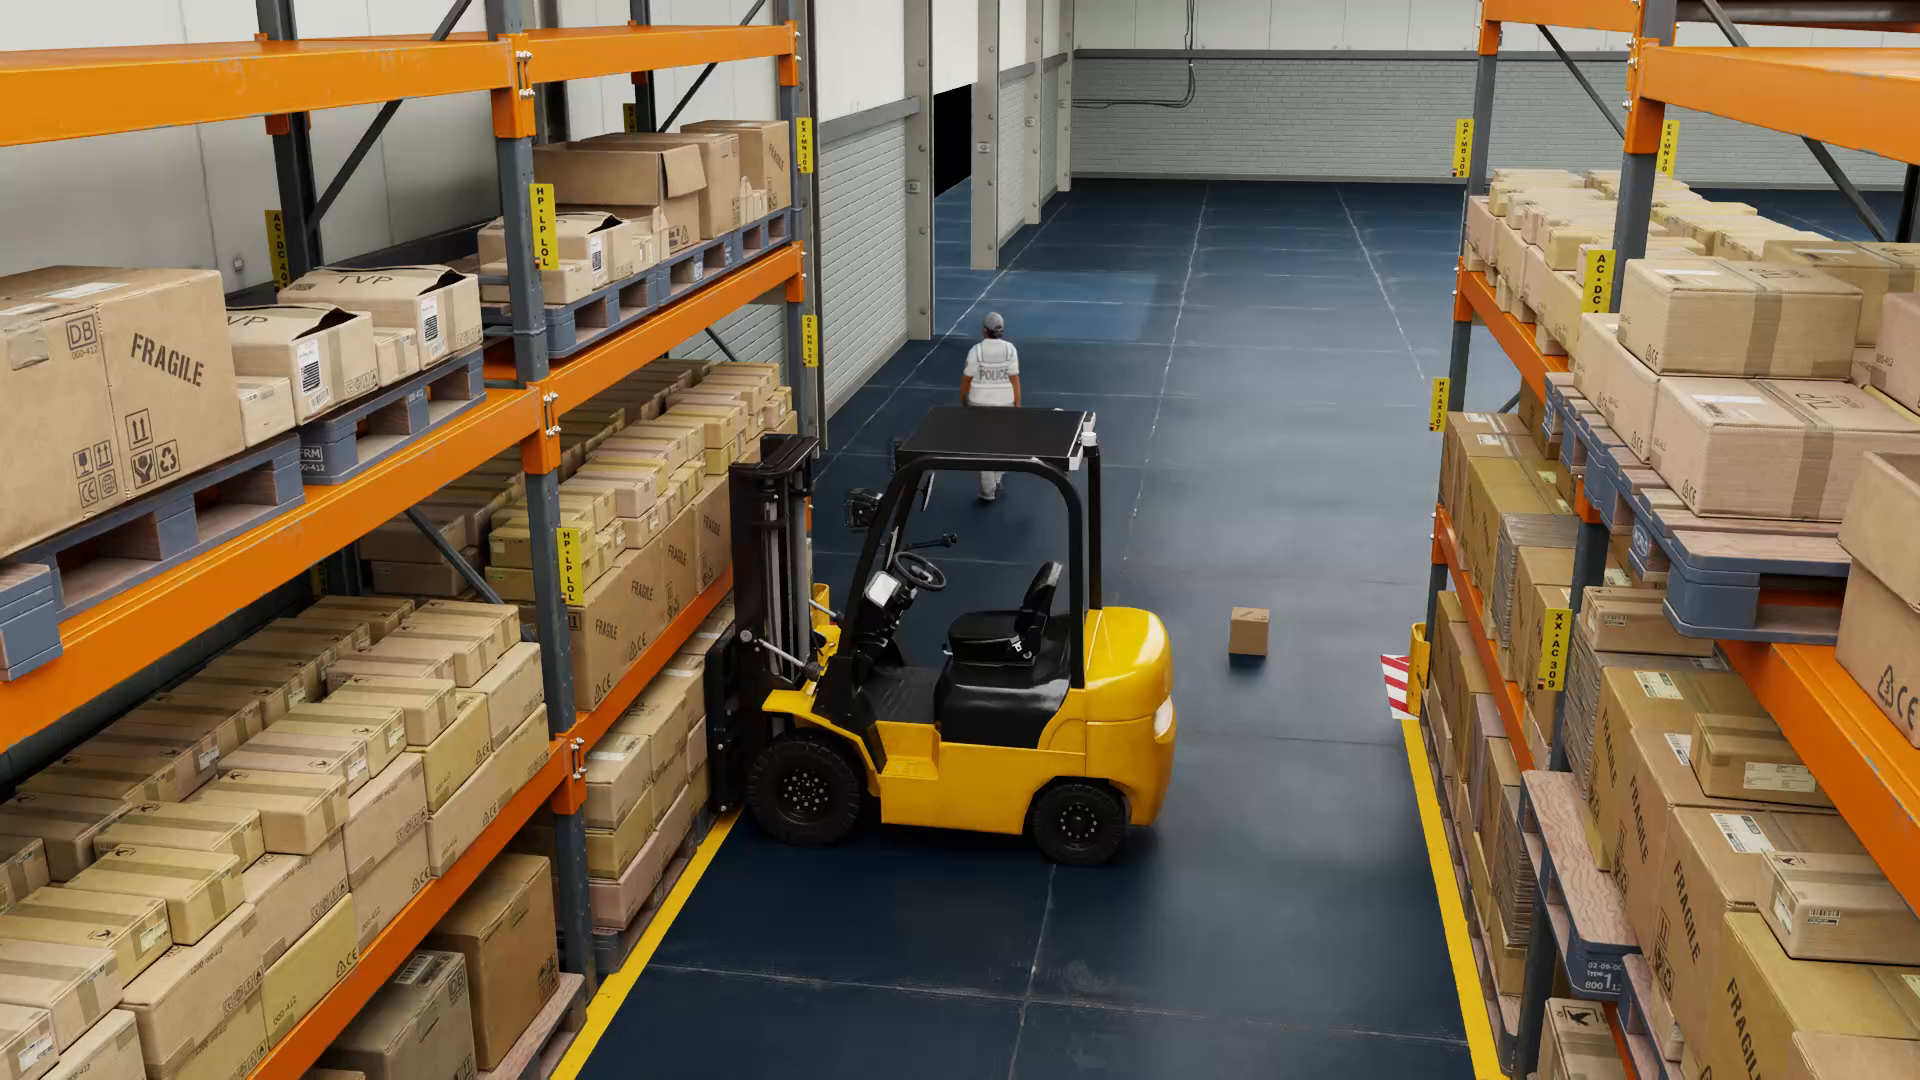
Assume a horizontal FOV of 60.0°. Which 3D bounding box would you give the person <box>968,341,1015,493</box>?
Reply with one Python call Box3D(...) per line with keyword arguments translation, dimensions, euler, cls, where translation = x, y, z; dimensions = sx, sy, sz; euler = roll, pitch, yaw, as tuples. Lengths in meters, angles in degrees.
Box3D(translation=(0.267, -1.126, 14.725), dimensions=(0.428, 1.332, 0.585), euler=(-5, 19, -15), cls="person")
